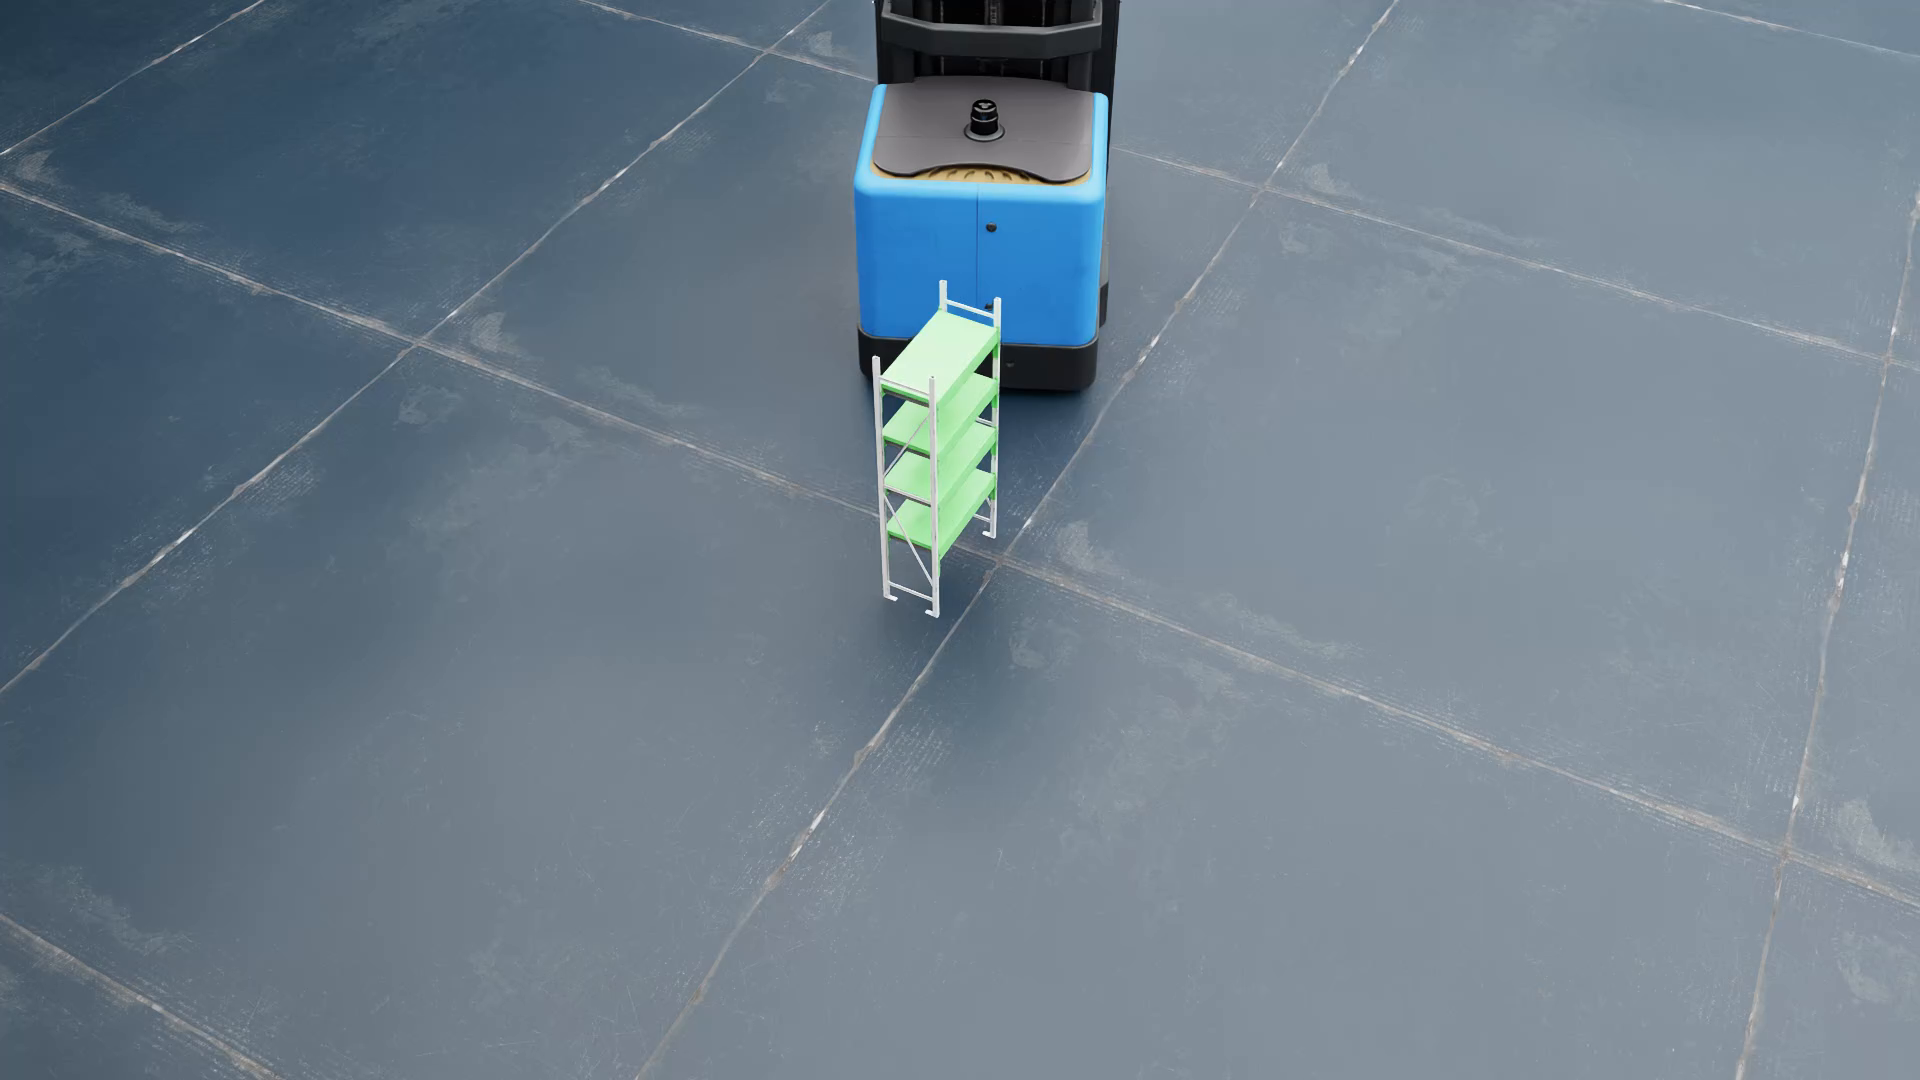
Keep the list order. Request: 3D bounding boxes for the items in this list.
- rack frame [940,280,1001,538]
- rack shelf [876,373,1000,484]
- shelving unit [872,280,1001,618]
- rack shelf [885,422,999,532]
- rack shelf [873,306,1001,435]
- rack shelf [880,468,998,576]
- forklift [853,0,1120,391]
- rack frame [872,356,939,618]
[{"bbox_3d":[0.036,-0.471,6.372,0.240,1.200,0.015,20,49,19],"label":"rack frame"},{"bbox_3d":[-0.077,-0.441,6.095,0.258,0.148,0.480,20,49,19],"label":"rack shelf"},{"bbox_3d":[-0.077,-0.317,6.220,0.258,1.200,0.503,20,49,19],"label":"shelving unit"},{"bbox_3d":[-0.077,-0.273,6.266,0.258,0.148,0.480,20,49,19],"label":"rack shelf"},{"bbox_3d":[-0.077,-0.610,5.924,0.258,0.148,0.480,20,49,19],"label":"rack shelf"},{"bbox_3d":[-0.077,-0.104,6.436,0.258,0.148,0.480,20,49,19],"label":"rack shelf"},{"bbox_3d":[0.185,-2.730,7.388,1.130,2.935,3.031,3,45,3],"label":"forklift"},{"bbox_3d":[-0.190,-0.164,6.068,0.240,1.200,0.015,20,49,19],"label":"rack frame"}]
